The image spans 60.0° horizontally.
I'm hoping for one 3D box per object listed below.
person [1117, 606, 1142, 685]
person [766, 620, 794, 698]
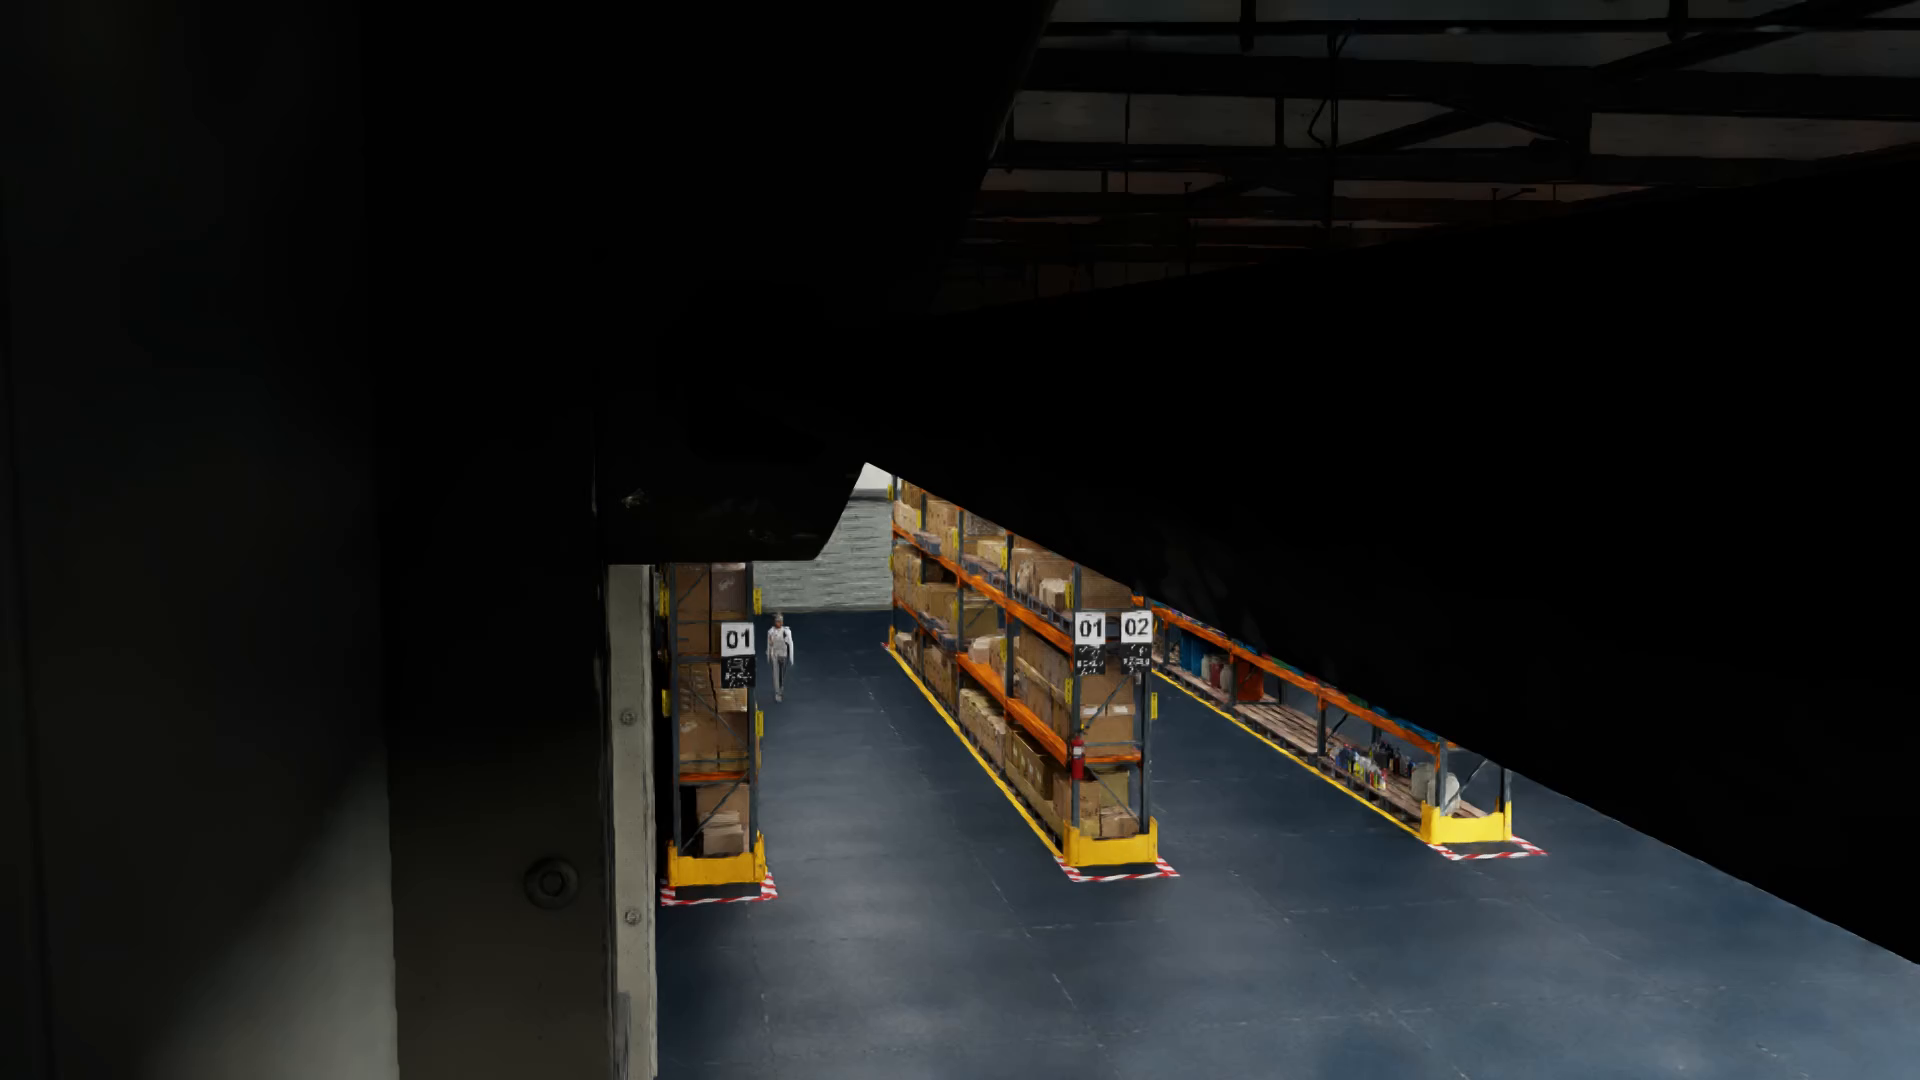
[{"bbox_3d":[3.326,2.023,32.579,0.429,1.552,1.126,-1,6,-8],"label":"person"},{"bbox_3d":[-3.376,2.135,31.210,0.500,1.546,0.798,-1,6,-12],"label":"person"}]
